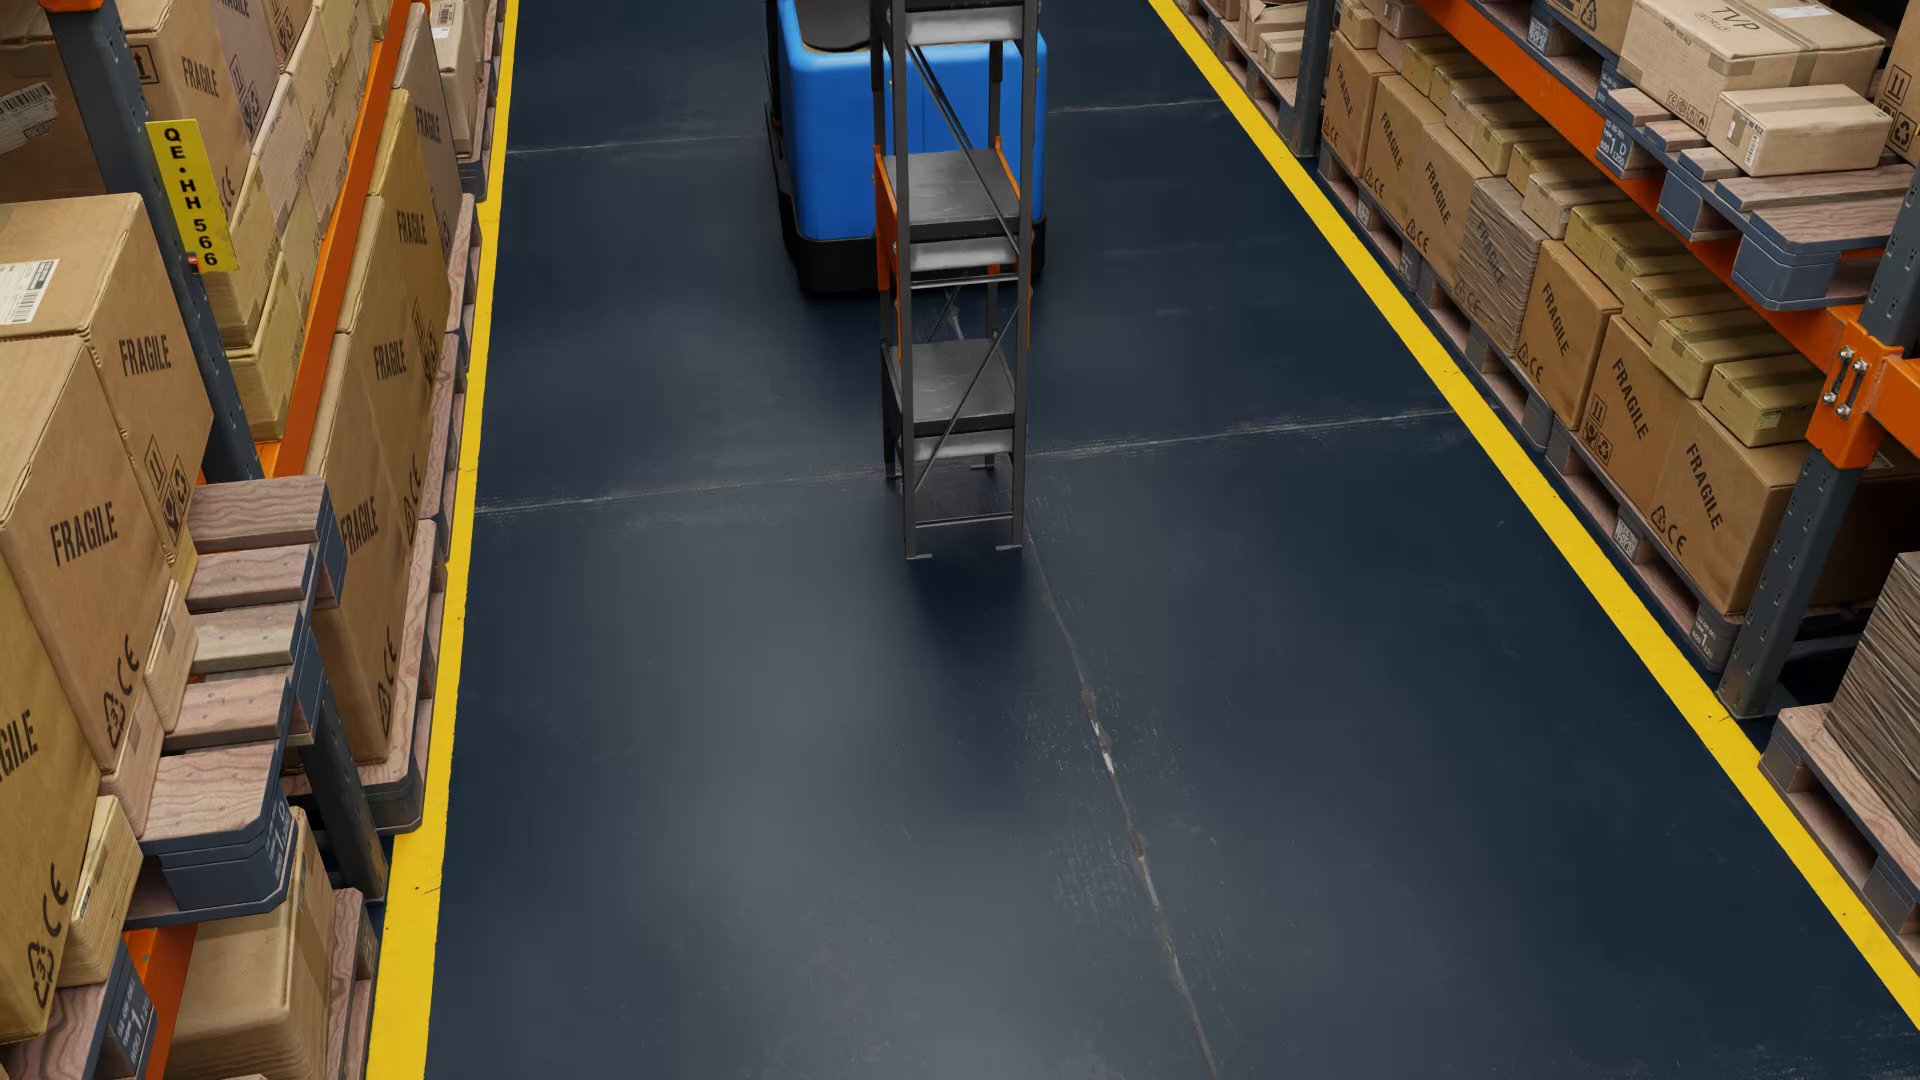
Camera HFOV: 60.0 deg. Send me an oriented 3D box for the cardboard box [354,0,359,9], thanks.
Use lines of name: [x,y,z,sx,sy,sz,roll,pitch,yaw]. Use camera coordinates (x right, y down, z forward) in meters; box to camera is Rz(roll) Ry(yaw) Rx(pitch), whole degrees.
cardboard box: [-2.247,-1.888,5.449,0.500,0.250,0.500,-5,38,-7]

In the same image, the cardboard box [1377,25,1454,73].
cardboard box: [2.056,-2.170,7.264,0.380,0.149,0.250,-7,38,-9]

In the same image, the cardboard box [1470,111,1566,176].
cardboard box: [2.222,-1.547,6.462,0.380,0.149,0.250,-5,38,-6]

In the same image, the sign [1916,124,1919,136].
sign: [2.299,-1.085,3.822,0.100,0.325,0.005,-6,38,-8]

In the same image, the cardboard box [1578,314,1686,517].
cardboard box: [2.469,-0.437,5.563,0.500,0.500,0.500,-7,38,-9]

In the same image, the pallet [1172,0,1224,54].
pallet: [1.794,-3.191,9.686,1.003,0.211,1.213,-6,38,-8]

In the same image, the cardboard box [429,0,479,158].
cardboard box: [-2.760,-2.148,7.815,0.875,0.438,0.875,-7,38,-9]

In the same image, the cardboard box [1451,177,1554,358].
cardboard box: [2.265,-1.065,6.371,0.500,0.500,0.500,-8,38,-10]

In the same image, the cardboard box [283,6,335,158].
cardboard box: [-2.065,-1.272,4.657,0.500,0.250,0.500,-6,38,-8]

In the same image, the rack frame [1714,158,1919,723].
rack frame: [2.832,-0.723,4.236,1.000,3.000,0.127,-6,38,-8]

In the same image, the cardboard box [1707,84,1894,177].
cardboard box: [2.339,-1.145,4.641,0.380,0.149,0.250,-6,38,-7]

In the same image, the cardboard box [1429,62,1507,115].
cardboard box: [2.174,-1.852,6.855,0.380,0.149,0.250,-7,38,-9]

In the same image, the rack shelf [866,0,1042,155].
rack shelf: [-0.029,-1.471,4.813,0.431,0.518,0.480,-6,38,-8]

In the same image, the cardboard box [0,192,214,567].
cardboard box: [-1.701,-0.265,2.980,0.500,0.500,0.500,-7,38,-9]

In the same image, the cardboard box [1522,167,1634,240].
cardboard box: [2.291,-1.233,6.058,0.380,0.149,0.250,-8,39,-10]

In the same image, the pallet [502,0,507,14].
pallet: [-3.240,-3.443,10.010,1.003,0.211,1.213,-6,38,-8]

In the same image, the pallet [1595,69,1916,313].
pallet: [2.644,-1.049,4.812,1.213,0.211,1.003,-6,38,-8]

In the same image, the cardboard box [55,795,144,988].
cardboard box: [-1.460,0.538,2.474,0.380,0.149,0.250,-6,38,-7]

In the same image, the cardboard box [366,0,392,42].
cardboard box: [-2.341,-1.992,5.991,0.500,0.250,0.500,-7,38,-9]

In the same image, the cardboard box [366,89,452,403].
cardboard box: [-2.402,-1.019,6.006,0.875,0.875,0.875,-5,38,-7]

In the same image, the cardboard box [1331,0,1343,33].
cardboard box: [2.247,-2.667,8.588,0.500,0.311,0.500,-5,38,-6]

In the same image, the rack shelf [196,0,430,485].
rack shelf: [-2.405,-1.111,5.321,1.077,0.370,4.000,-6,38,-8]

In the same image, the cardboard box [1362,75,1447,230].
cardboard box: [2.097,-1.681,7.164,0.500,0.500,0.500,-7,38,-9]

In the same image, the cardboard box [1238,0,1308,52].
cardboard box: [1.681,-2.746,8.725,0.396,0.266,0.258,-5,38,-6]

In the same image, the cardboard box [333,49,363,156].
cardboard box: [-2.176,-1.374,5.195,0.500,0.250,0.500,-6,38,-8]

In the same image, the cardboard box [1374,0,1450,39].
cardboard box: [2.024,-2.294,7.182,0.380,0.149,0.250,-8,39,-10]

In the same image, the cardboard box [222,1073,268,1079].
cardboard box: [-1.828,1.472,3.210,0.950,0.372,0.625,-7,38,-9]

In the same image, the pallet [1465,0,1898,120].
pallet: [2.486,-1.821,5.806,1.003,0.211,1.213,-6,38,-8]

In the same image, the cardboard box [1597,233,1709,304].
cardboard box: [2.413,-0.919,5.654,0.380,0.149,0.250,-5,38,-7]

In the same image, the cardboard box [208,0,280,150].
cardboard box: [-1.997,-1.244,4.010,0.500,0.500,0.500,-6,38,-8]

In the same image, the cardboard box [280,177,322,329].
cardboard box: [-2.000,-0.758,4.403,0.500,0.250,0.500,-7,38,-9]

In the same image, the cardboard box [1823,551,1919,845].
cardboard box: [2.928,0.427,4.348,0.875,0.625,0.625,-5,38,-7]

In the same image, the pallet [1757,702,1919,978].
pallet: [2.938,0.880,4.446,1.003,0.211,1.213,-6,38,-8]

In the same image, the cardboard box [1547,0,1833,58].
cardboard box: [2.363,-1.896,5.318,0.797,0.503,0.637,-7,38,-9]

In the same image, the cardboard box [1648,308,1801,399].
cardboard box: [2.417,-0.590,5.231,0.380,0.149,0.250,-8,39,-10]

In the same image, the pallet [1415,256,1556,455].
pallet: [2.528,-0.812,6.623,1.003,0.211,1.213,-6,38,-8]

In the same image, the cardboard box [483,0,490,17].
cardboard box: [-3.074,-3.233,9.213,0.875,0.438,0.875,-5,38,-7]

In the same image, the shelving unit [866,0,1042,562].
shelving unit: [-0.029,-0.929,5.235,0.431,2.100,0.503,-6,38,-8]

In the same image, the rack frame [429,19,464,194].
rack frame: [-2.756,-2.603,6.655,1.000,3.000,0.127,-6,38,-8]

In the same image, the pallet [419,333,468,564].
pallet: [-2.329,-0.305,5.971,1.003,0.211,1.213,-6,38,-8]

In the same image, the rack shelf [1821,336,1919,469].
rack shelf: [3.182,0.769,2.901,1.077,0.370,4.000,-6,38,-8]

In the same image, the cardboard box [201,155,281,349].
cardboard box: [-1.900,-0.658,3.866,0.500,0.250,0.500,-6,38,-8]

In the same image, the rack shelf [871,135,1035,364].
rack shelf: [-0.029,-0.918,5.243,0.431,0.518,0.480,-6,38,-8]

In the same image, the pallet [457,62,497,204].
pallet: [-2.812,-1.969,8.113,1.003,0.211,1.213,-6,38,-8]

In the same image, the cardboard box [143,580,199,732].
cardboard box: [-1.559,0.221,2.883,0.380,0.149,0.250,-7,38,-8]

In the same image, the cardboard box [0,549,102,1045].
cardboard box: [-1.510,0.351,2.187,0.500,0.500,0.500,-9,39,-11]

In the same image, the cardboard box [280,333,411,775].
cardboard box: [-2.094,0.060,4.617,0.875,0.875,0.875,-7,38,-8]

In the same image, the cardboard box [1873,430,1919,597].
cardboard box: [3.034,-0.186,5.240,0.500,0.500,0.500,-5,38,-6]

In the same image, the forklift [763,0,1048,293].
forklift: [-0.377,-3.095,7.345,1.130,2.935,3.031,-6,38,-7]

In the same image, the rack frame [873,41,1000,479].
rack frame: [-0.072,-1.077,5.424,0.400,2.100,0.015,-6,38,-8]

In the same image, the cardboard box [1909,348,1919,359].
cardboard box: [3.047,-0.506,5.123,0.380,0.149,0.250,-4,38,-6]

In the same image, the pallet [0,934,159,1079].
pallet: [-1.667,1.080,2.071,1.003,0.211,1.213,-6,38,-8]
